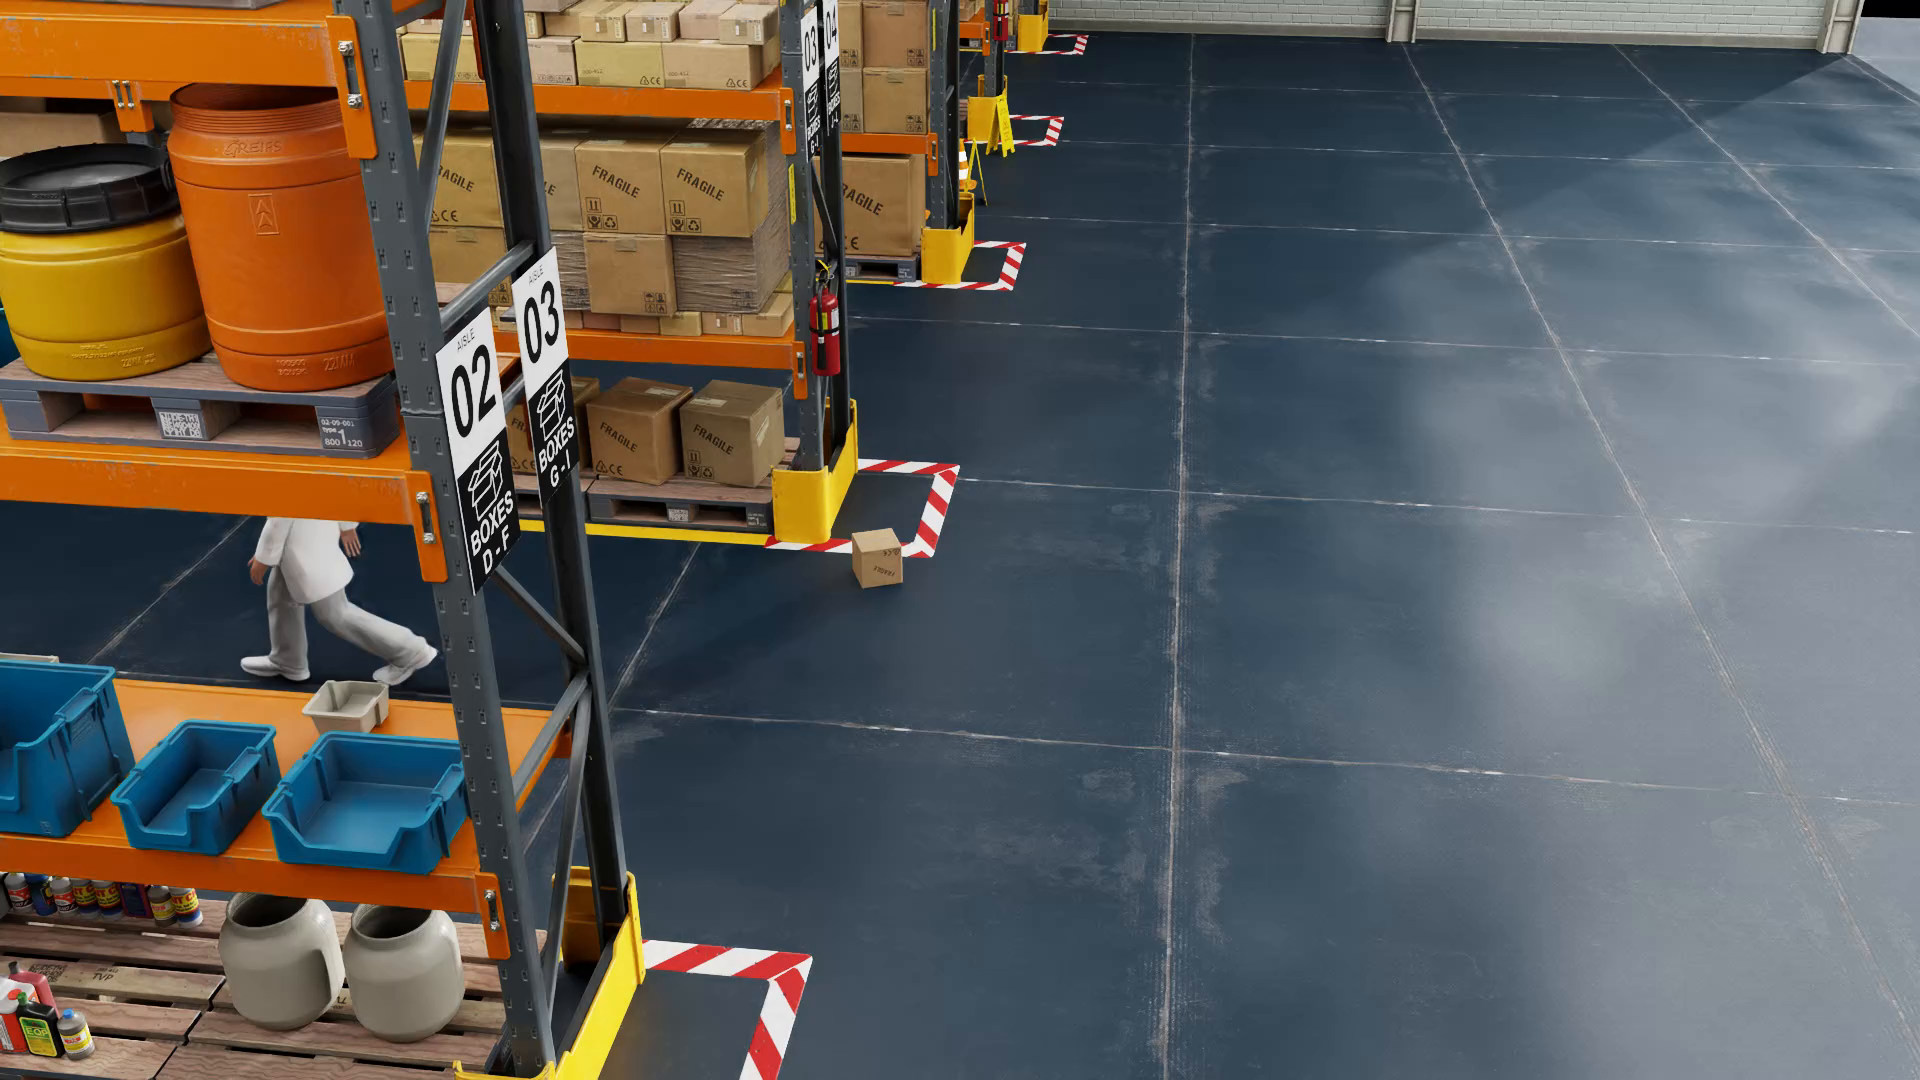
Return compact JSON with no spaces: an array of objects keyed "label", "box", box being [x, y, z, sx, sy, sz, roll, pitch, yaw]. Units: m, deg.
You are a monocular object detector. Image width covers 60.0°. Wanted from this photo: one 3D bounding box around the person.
[{"label":"person","box":[-3.353,0.010,8.623,1.113,1.734,0.568,-2,28,-3]}]
